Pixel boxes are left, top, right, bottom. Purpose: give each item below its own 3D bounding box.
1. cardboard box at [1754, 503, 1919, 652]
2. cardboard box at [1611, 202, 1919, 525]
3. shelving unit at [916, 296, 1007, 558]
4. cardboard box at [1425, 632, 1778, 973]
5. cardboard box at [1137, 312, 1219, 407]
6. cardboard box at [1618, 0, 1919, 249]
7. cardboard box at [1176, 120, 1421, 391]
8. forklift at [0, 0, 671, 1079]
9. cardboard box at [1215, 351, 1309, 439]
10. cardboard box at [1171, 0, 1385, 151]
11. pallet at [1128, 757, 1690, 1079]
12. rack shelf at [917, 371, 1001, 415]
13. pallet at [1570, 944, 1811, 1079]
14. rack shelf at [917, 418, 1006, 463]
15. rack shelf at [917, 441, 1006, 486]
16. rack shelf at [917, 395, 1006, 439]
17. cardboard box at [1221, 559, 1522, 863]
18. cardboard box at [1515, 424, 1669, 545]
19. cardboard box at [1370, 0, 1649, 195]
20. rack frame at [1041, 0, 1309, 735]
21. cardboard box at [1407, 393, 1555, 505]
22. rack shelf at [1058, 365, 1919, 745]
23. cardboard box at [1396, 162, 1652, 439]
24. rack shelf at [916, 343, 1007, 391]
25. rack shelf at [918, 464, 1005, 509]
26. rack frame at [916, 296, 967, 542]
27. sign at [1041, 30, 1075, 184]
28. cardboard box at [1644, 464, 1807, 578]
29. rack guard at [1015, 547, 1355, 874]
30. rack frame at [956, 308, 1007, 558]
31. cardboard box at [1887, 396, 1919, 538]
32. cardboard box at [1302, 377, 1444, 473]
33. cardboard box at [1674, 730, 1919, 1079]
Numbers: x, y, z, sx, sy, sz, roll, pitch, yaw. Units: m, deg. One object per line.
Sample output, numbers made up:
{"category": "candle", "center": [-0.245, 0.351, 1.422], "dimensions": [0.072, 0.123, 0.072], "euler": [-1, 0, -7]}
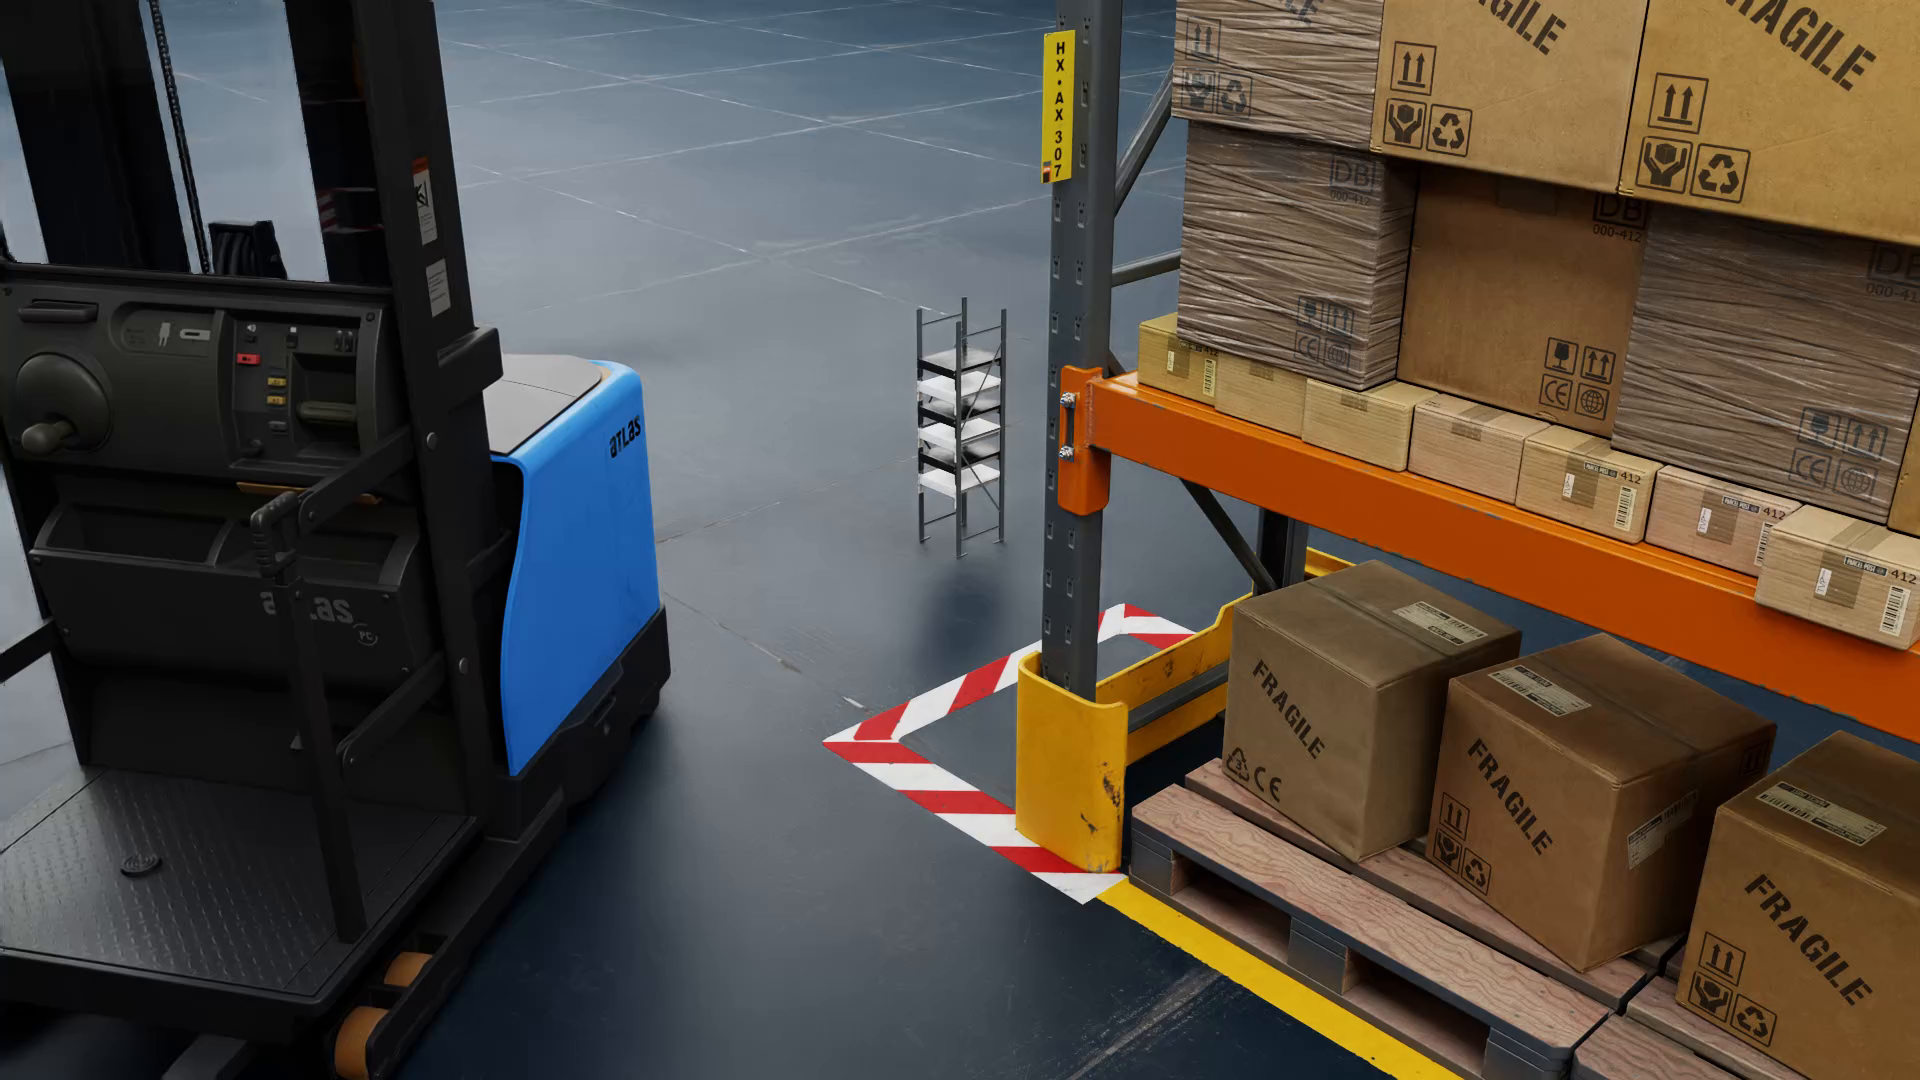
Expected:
{"category": "cardboard box", "center": [1.592, 0.027, 2.879], "dimensions": [0.380, 0.149, 0.250], "euler": [-21, 32, -38]}
{"category": "cardboard box", "center": [1.712, -0.448, 3.140], "dimensions": [0.875, 0.500, 0.500], "euler": [-21, 32, -38]}
{"category": "shelving unit", "center": [0.006, -0.407, 6.058], "dimensions": [0.258, 0.900, 0.210], "euler": [-21, 32, -38]}
{"category": "cardboard box", "center": [1.465, 0.588, 3.852], "dimensions": [0.500, 0.500, 0.500], "euler": [-12, 27, -25]}
{"category": "cardboard box", "center": [0.638, -0.455, 3.936], "dimensions": [0.380, 0.149, 0.250], "euler": [-21, 32, -38]}
{"category": "cardboard box", "center": [1.473, -0.810, 2.729], "dimensions": [0.500, 0.500, 0.500], "euler": [-21, 32, -38]}
{"category": "cardboard box", "center": [0.973, -0.729, 3.756], "dimensions": [0.875, 0.500, 0.500], "euler": [-21, 32, -38]}
{"category": "forklift", "center": [-1.717, -0.315, 3.410], "dimensions": [1.130, 2.935, 3.031], "euler": [5, 25, 11]}
{"category": "cardboard box", "center": [0.794, -0.374, 3.758], "dimensions": [0.380, 0.149, 0.250], "euler": [-21, 32, -38]}
{"category": "cardboard box", "center": [0.794, -1.115, 3.396], "dimensions": [0.500, 0.500, 0.500], "euler": [-21, 32, -38]}
{"category": "pallet", "center": [1.198, 0.825, 4.188], "dimensions": [1.003, 0.211, 1.213], "euler": [-21, 32, -38]}
{"category": "rack shelf", "center": [0.006, -0.540, 5.997], "dimensions": [0.258, 0.077, 0.200], "euler": [-21, 32, -38]}
{"category": "pallet", "center": [2.028, 1.194, 3.378], "dimensions": [1.003, 0.211, 1.213], "euler": [-21, 32, -38]}
{"category": "rack shelf", "center": [0.006, -0.377, 6.072], "dimensions": [0.258, 0.077, 0.200], "euler": [-21, 32, -38]}
{"category": "rack shelf", "center": [0.006, -0.295, 6.109], "dimensions": [0.258, 0.077, 0.200], "euler": [-21, 32, -38]}
{"category": "rack shelf", "center": [0.006, -0.459, 6.034], "dimensions": [0.258, 0.077, 0.200], "euler": [-21, 32, -38]}
{"category": "cardboard box", "center": [1.031, 0.417, 4.227], "dimensions": [0.500, 0.500, 0.500], "euler": [-15, 28, -29]}
{"category": "cardboard box", "center": [1.306, -0.146, 3.259], "dimensions": [0.380, 0.149, 0.250], "euler": [-21, 32, -38]}
{"category": "cardboard box", "center": [1.130, -0.961, 3.060], "dimensions": [0.500, 0.500, 0.500], "euler": [-21, 32, -38]}
{"category": "rack frame", "center": [0.617, -0.723, 4.221], "dimensions": [1.000, 3.000, 0.127], "euler": [-21, 32, -38]}
{"category": "cardboard box", "center": [1.140, -0.224, 3.429], "dimensions": [0.380, 0.149, 0.250], "euler": [-21, 32, -38]}
{"category": "rack shelf", "center": [1.984, 0.210, 3.042], "dimensions": [1.077, 0.370, 4.000], "euler": [-21, 32, -38]}
{"category": "cardboard box", "center": [1.402, -0.612, 3.499], "dimensions": [0.875, 0.500, 0.500], "euler": [-21, 32, -38]}
{"category": "rack shelf", "center": [0.006, -0.622, 5.960], "dimensions": [0.258, 0.077, 0.200], "euler": [-21, 32, -38]}
{"category": "rack shelf", "center": [0.006, -0.213, 6.146], "dimensions": [0.258, 0.077, 0.200], "euler": [-21, 32, -38]}
{"category": "rack frame", "center": [-0.064, -0.438, 6.125], "dimensions": [0.240, 0.900, 0.006], "euler": [-21, 32, -38]}
{"category": "sign", "center": [0.221, -0.963, 3.704], "dimensions": [0.100, 0.325, 0.005], "euler": [-21, 32, -38]}
{"category": "cardboard box", "center": [1.497, -0.078, 3.110], "dimensions": [0.380, 0.149, 0.250], "euler": [-21, 32, -38]}
{"category": "rack guard", "center": [0.669, 0.437, 4.689], "dimensions": [1.175, 0.500, 0.348], "euler": [-21, 32, -38]}
{"category": "rack frame", "center": [0.075, -0.376, 5.990], "dimensions": [0.240, 0.900, 0.006], "euler": [-21, 32, -38]}
{"category": "cardboard box", "center": [2.045, -0.293, 2.800], "dimensions": [0.875, 0.500, 0.500], "euler": [-21, 32, -38]}
{"category": "cardboard box", "center": [0.954, -0.294, 3.582], "dimensions": [0.380, 0.149, 0.250], "euler": [-21, 32, -38]}
{"category": "cardboard box", "center": [1.879, 0.784, 3.424], "dimensions": [0.500, 0.500, 0.500], "euler": [-18, 30, -34]}
